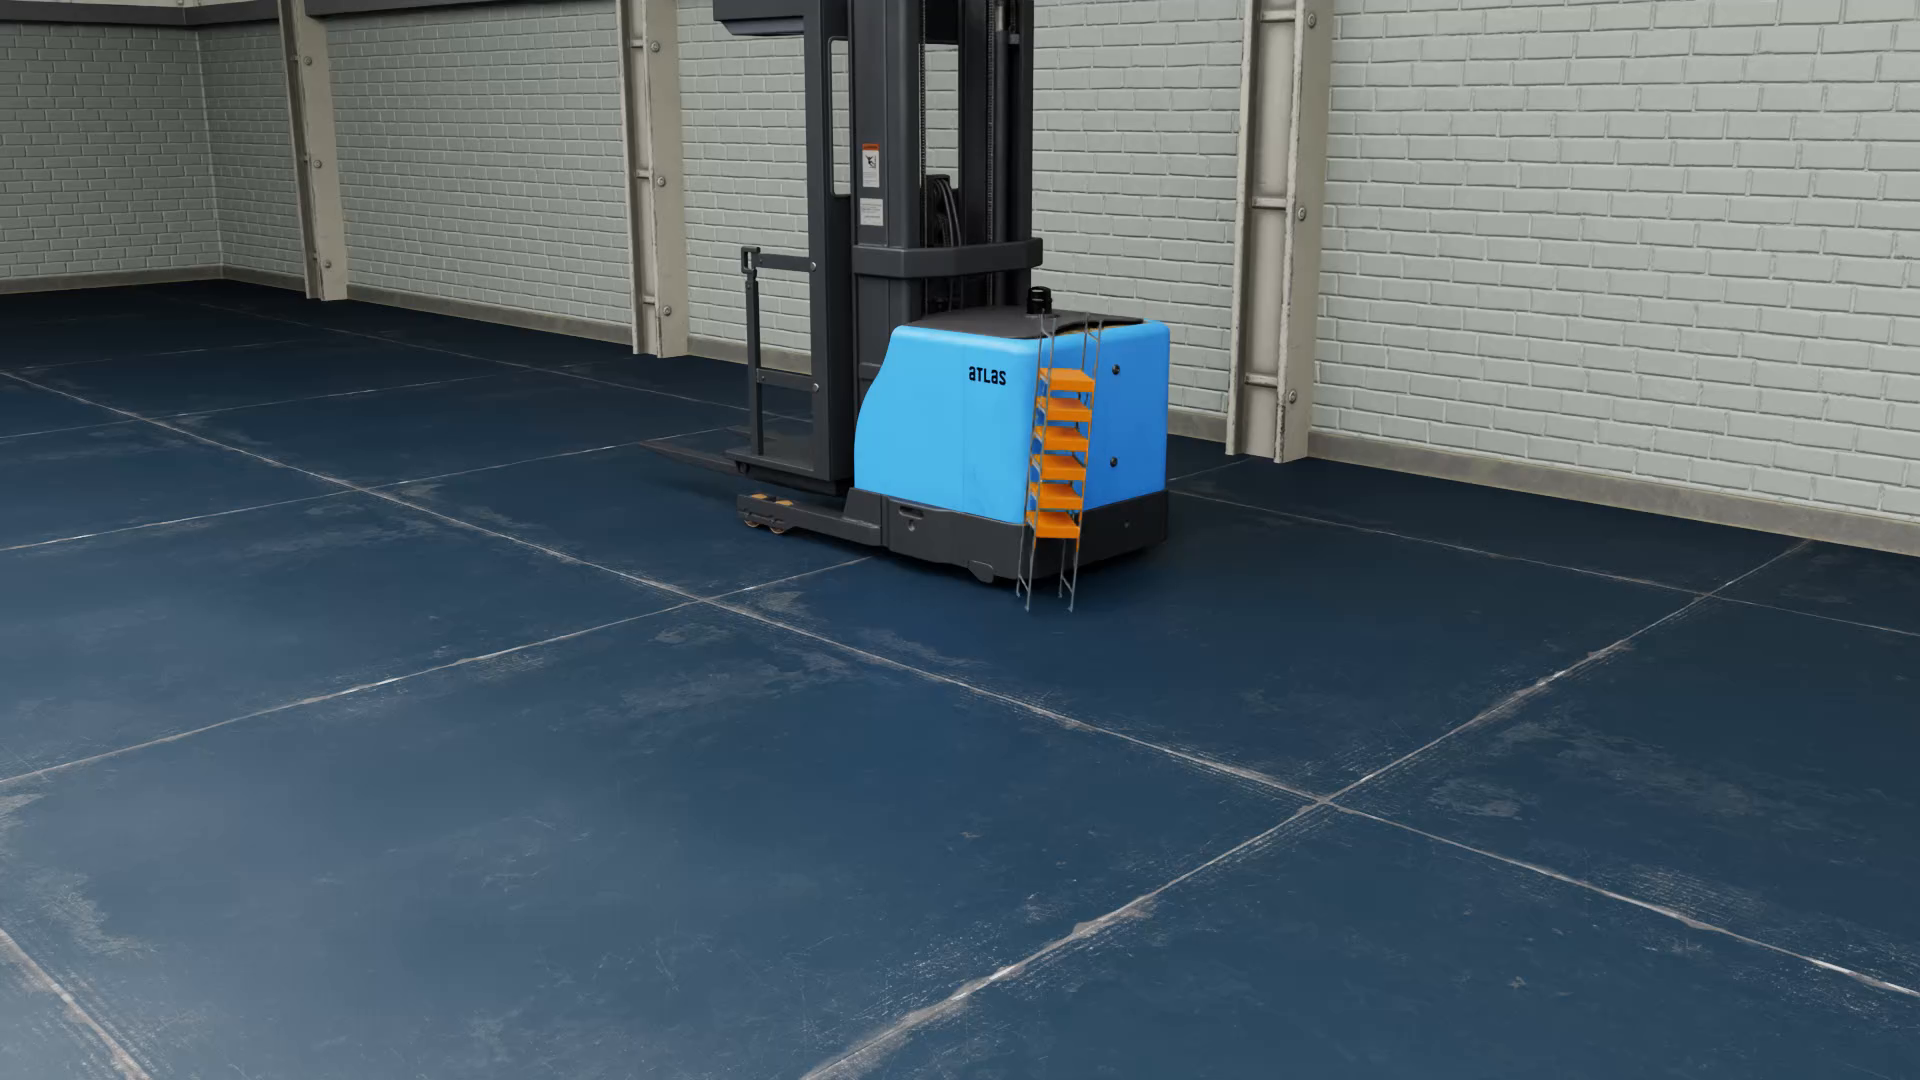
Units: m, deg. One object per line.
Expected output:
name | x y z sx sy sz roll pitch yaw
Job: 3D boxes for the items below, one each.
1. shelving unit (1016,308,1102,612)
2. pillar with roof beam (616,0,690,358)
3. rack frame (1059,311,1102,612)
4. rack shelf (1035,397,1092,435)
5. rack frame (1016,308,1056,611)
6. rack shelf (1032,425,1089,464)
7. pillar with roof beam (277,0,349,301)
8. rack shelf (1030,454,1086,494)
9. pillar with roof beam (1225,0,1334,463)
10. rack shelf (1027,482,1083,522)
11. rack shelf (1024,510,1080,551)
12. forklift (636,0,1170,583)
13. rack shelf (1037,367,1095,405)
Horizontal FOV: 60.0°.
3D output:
shelving unit | 0.395 -0.316 6.722 0.189 1.200 0.258 2 16 -10
pillar with roof beam | -5.481 -5.130 9.773 0.400 9.000 9.100 14 20 42
rack frame | 0.485 -0.313 6.737 0.006 1.200 0.240 2 16 -10
rack shelf | 0.410 -0.503 6.667 0.180 0.103 0.258 2 16 -10
rack frame | 0.305 -0.318 6.706 0.006 1.200 0.240 2 16 -10
rack shelf | 0.401 -0.388 6.701 0.180 0.103 0.258 2 16 -10
pillar with roof beam | -9.800 -6.180 13.803 0.400 9.000 9.100 14 20 42
rack shelf | 0.391 -0.273 6.734 0.180 0.103 0.258 2 16 -10
pillar with roof beam | -1.162 -4.080 5.743 0.400 9.000 9.100 14 20 42
rack shelf | 0.382 -0.158 6.768 0.180 0.103 0.258 2 16 -10
rack shelf | 0.372 -0.043 6.801 0.180 0.103 0.258 2 16 -10
forklift | -0.453 -1.529 7.987 3.031 2.935 1.130 14 20 42
rack shelf | 0.419 -0.618 6.634 0.180 0.103 0.258 2 16 -10
